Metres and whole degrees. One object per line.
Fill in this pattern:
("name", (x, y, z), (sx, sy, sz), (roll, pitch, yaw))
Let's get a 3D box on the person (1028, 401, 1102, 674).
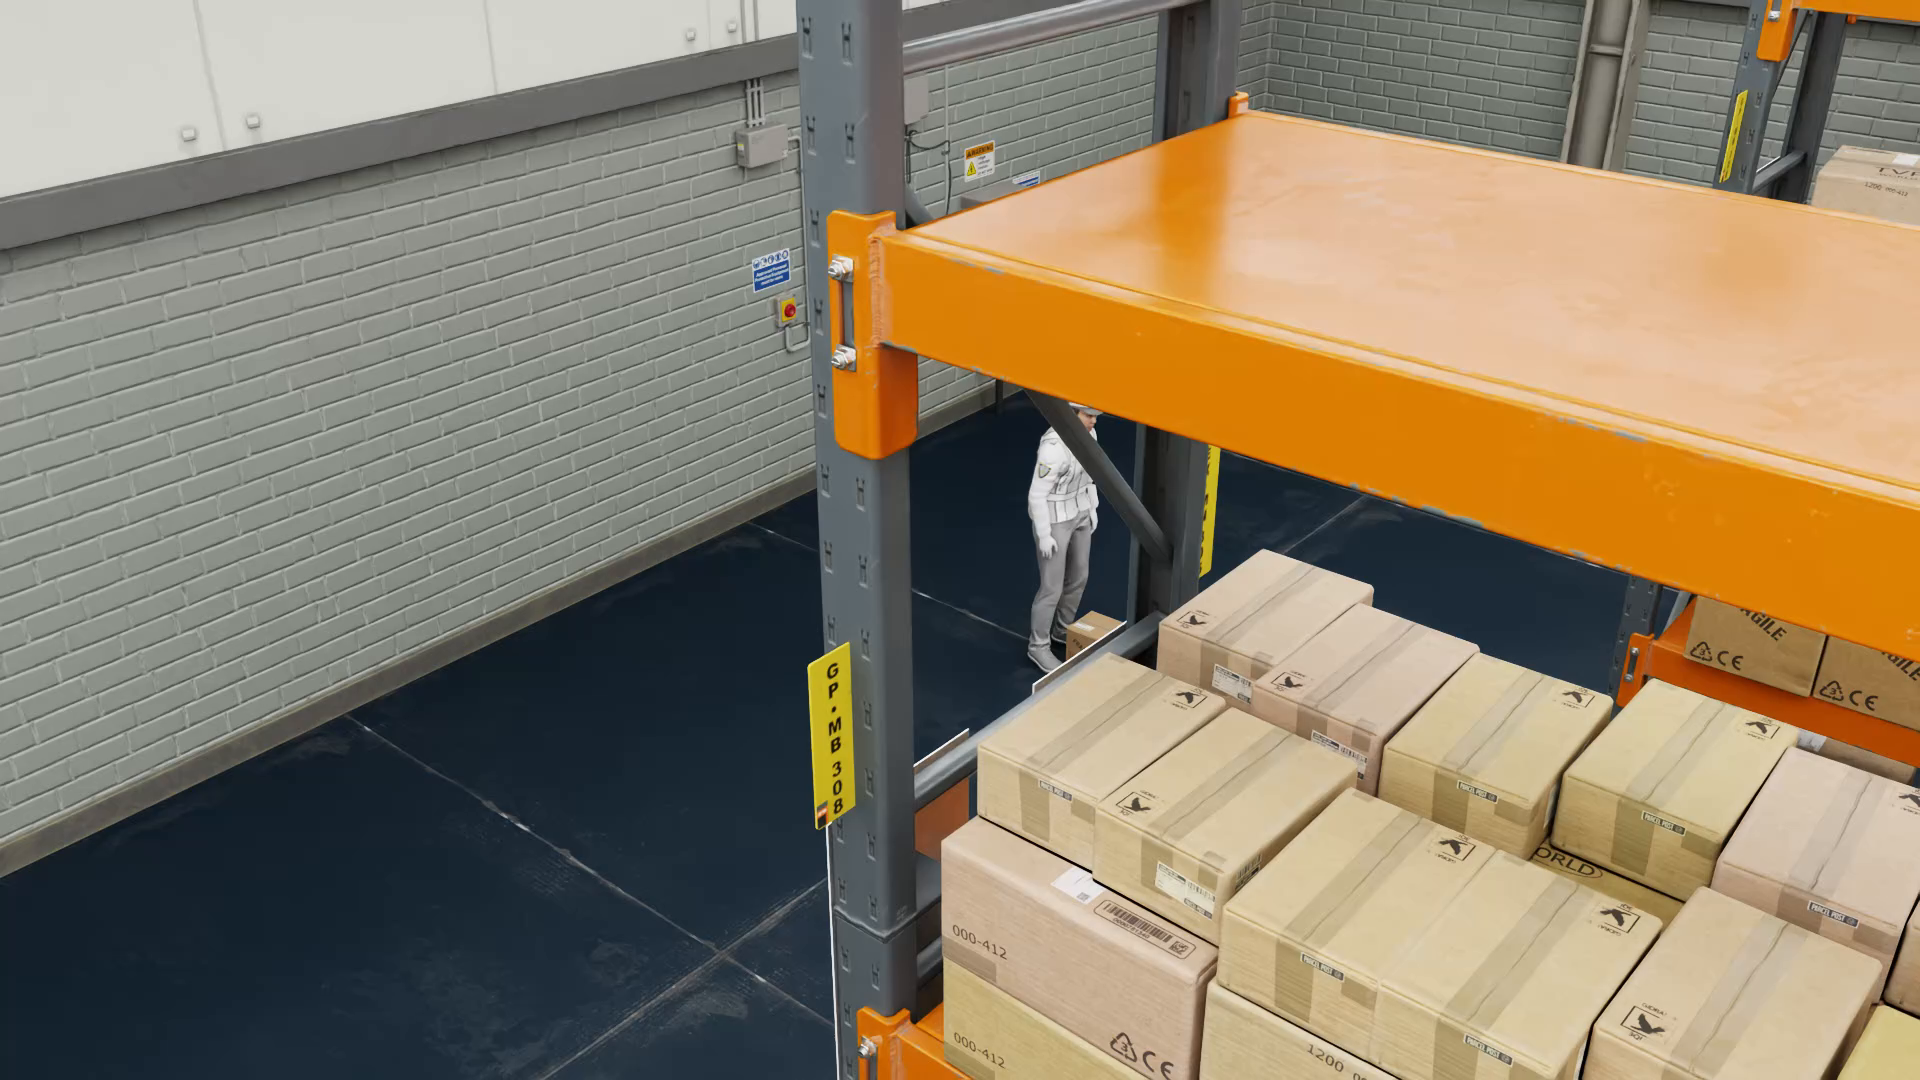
("person", (0.586, -0.098, 9.212), (0.377, 1.663, 0.531), (21, 34, 34))
